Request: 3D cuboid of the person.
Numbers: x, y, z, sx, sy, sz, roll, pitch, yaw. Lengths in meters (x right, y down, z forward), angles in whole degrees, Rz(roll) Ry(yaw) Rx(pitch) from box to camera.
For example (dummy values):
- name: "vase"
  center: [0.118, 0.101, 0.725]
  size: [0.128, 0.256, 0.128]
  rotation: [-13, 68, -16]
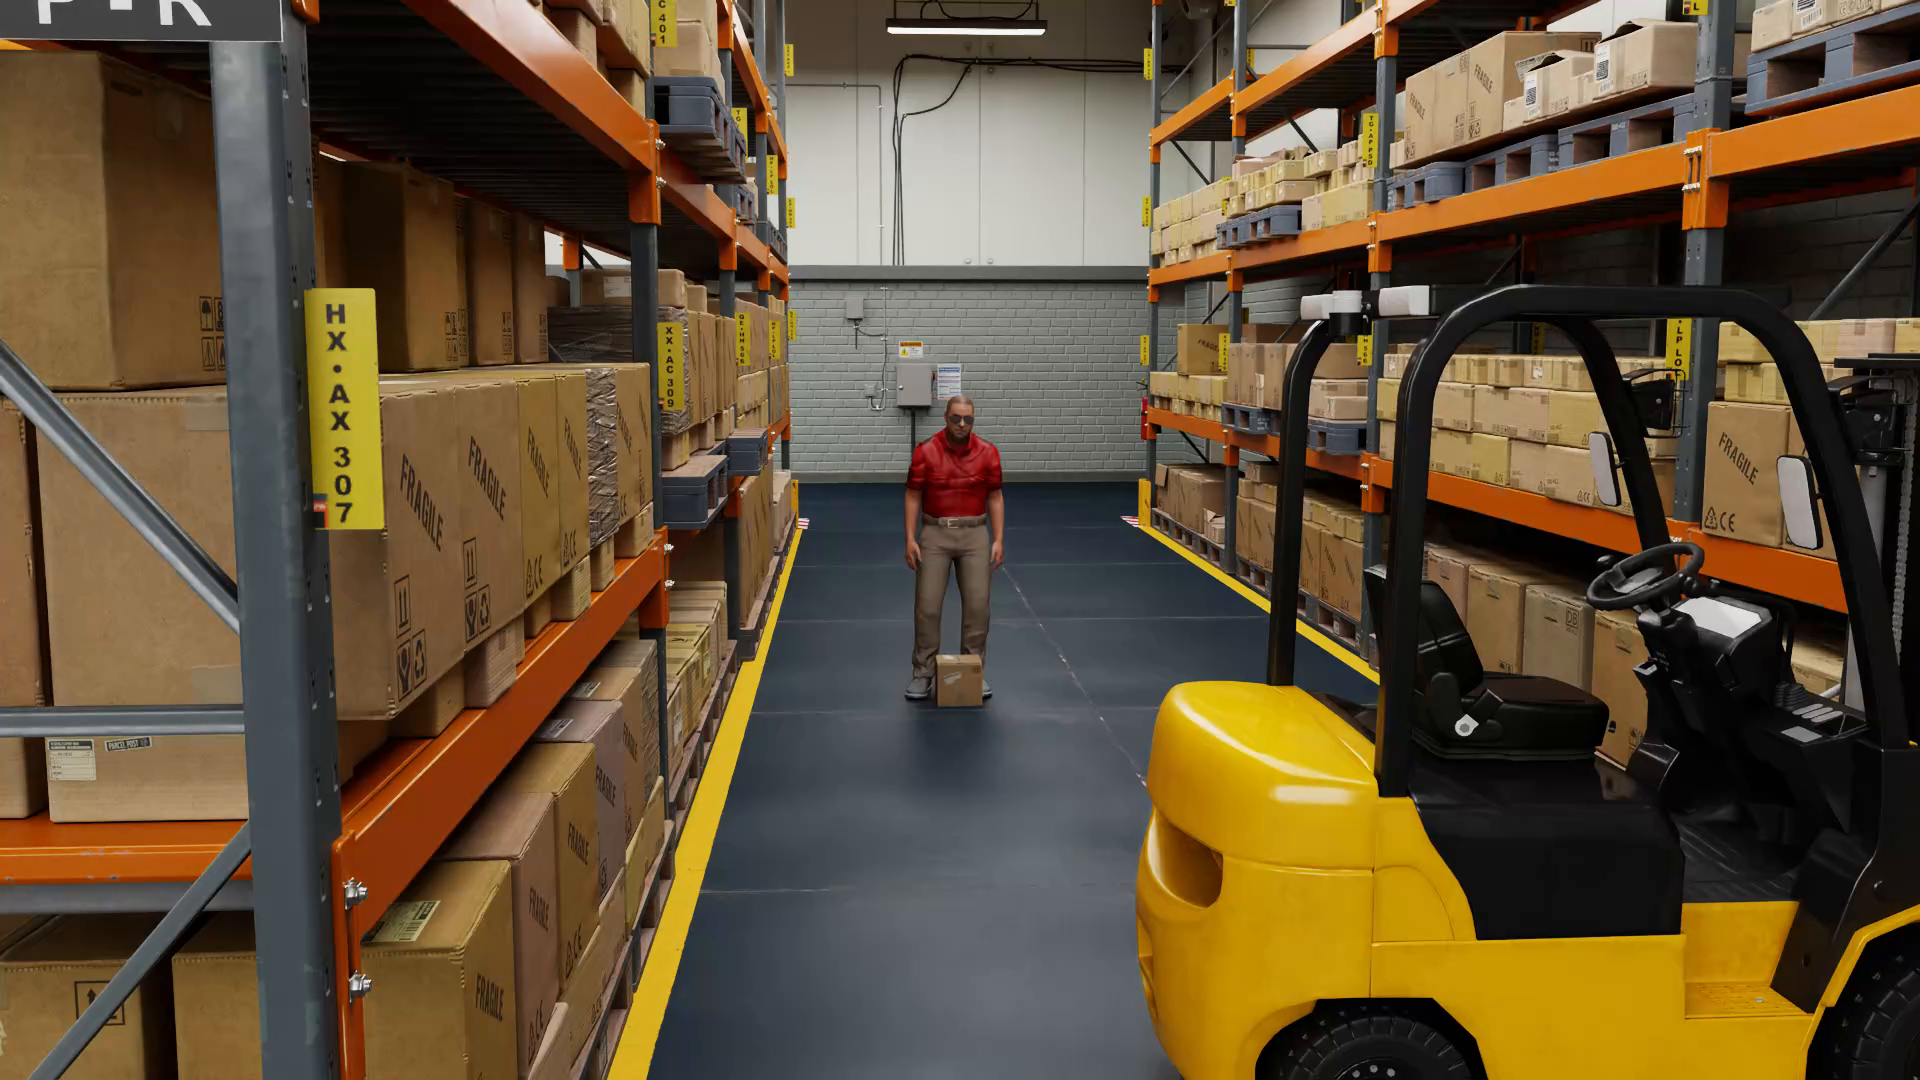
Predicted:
- name: "person"
  center: [-0.032, 0.030, 9.554]
  size: [0.589, 1.725, 0.392]
  rotation: [-1, 7, -6]
